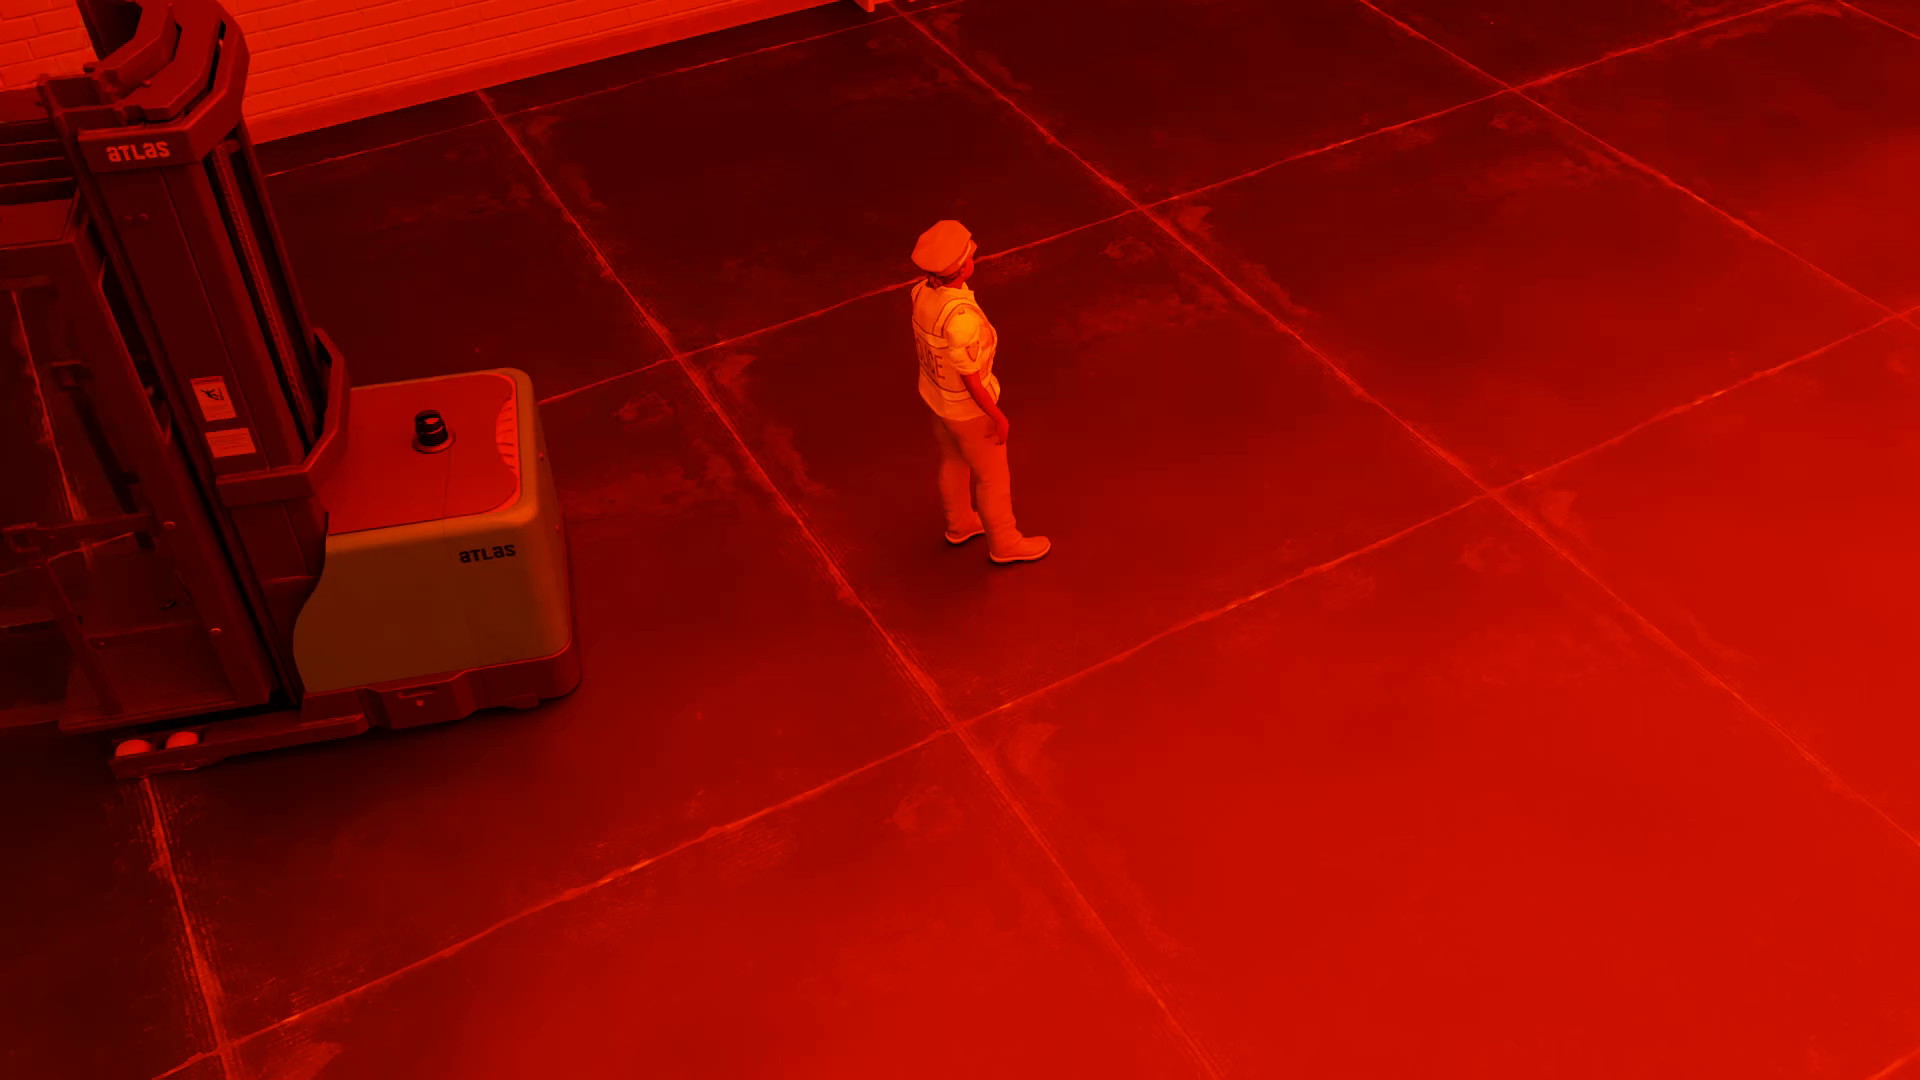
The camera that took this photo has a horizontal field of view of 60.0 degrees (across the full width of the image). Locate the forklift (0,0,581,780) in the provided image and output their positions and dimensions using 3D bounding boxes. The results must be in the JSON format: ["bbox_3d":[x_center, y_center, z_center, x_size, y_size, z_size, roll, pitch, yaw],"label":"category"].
[{"bbox_3d":[-3.195,-0.496,6.232,3.031,2.935,1.130,-9,44,-9],"label":"forklift"}]

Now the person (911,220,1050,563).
[{"bbox_3d":[0.075,-0.639,7.288,0.530,1.692,0.569,-21,47,-21],"label":"person"}]
